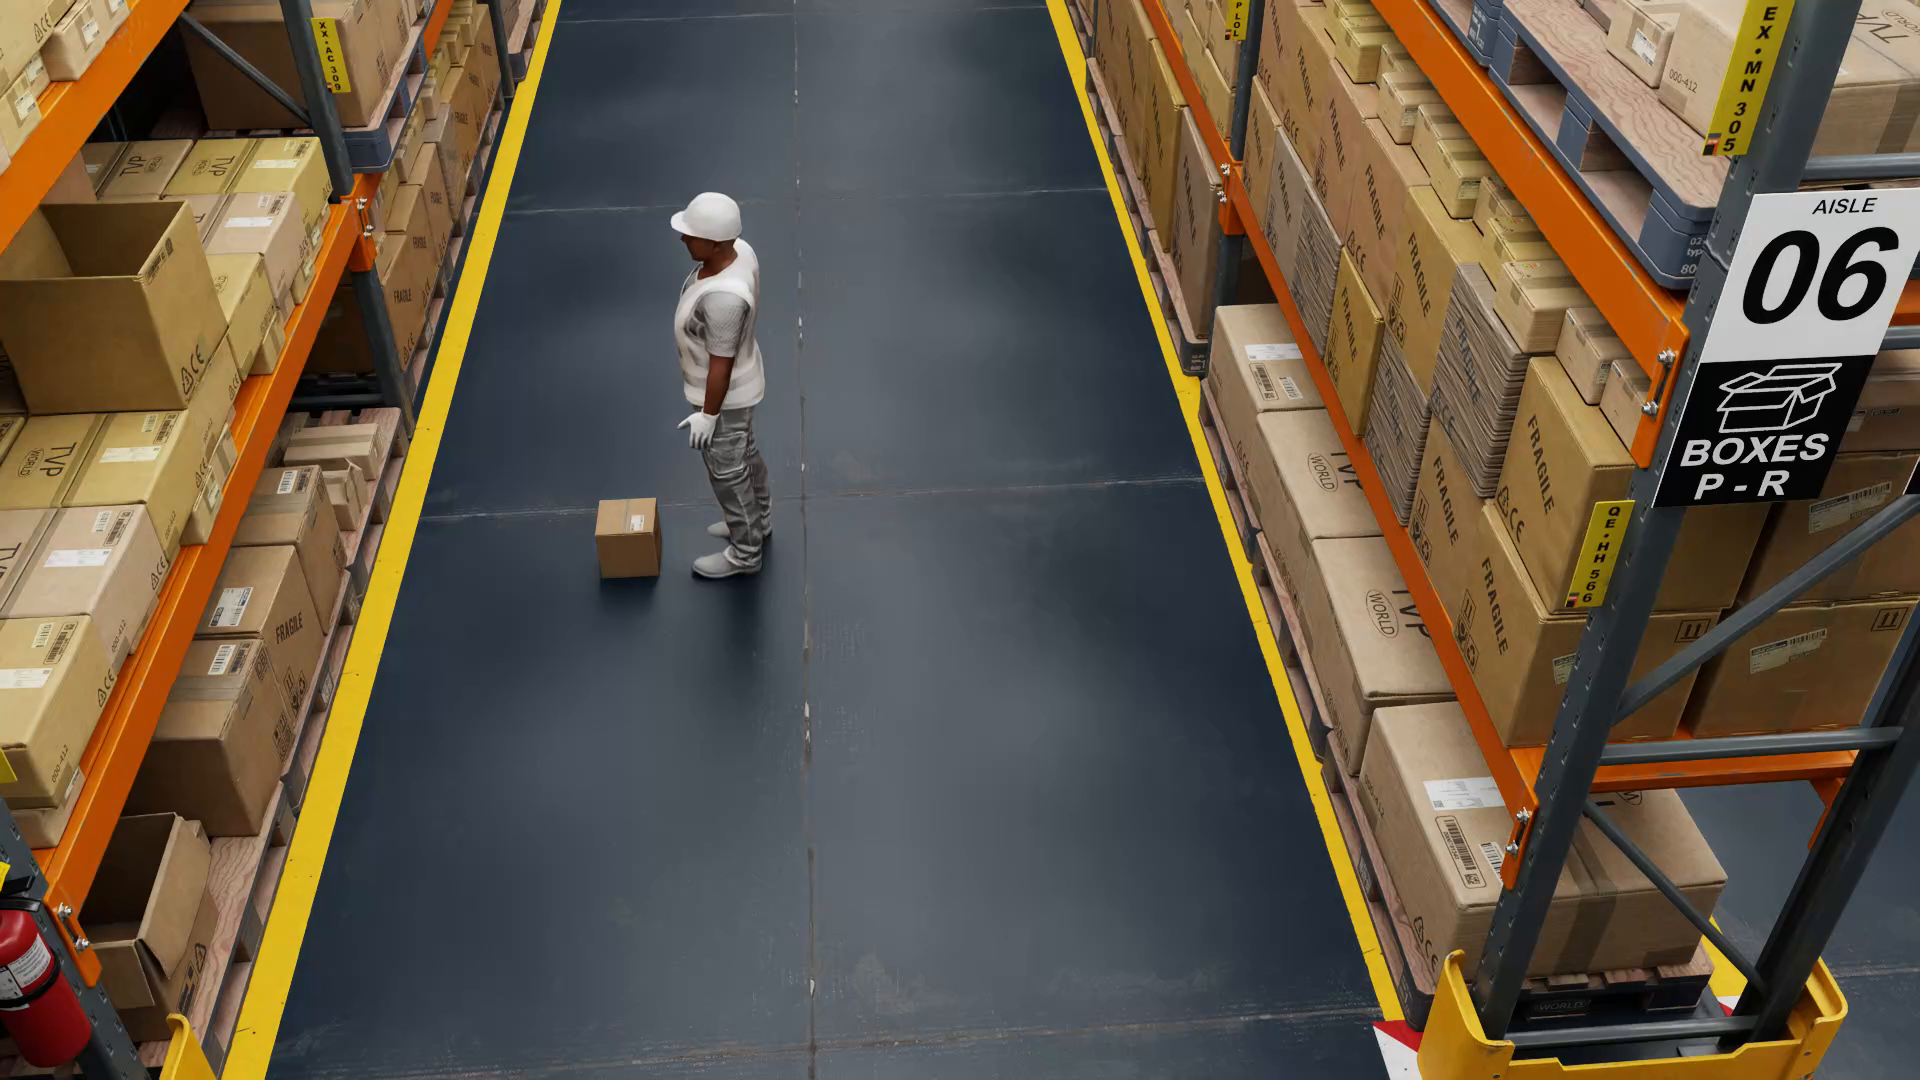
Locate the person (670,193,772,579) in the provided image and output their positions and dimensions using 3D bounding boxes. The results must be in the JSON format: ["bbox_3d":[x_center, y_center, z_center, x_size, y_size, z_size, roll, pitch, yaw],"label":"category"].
[{"bbox_3d":[-0.996,-0.617,6.922,0.393,1.812,0.553,-2,39,-3],"label":"person"}]
